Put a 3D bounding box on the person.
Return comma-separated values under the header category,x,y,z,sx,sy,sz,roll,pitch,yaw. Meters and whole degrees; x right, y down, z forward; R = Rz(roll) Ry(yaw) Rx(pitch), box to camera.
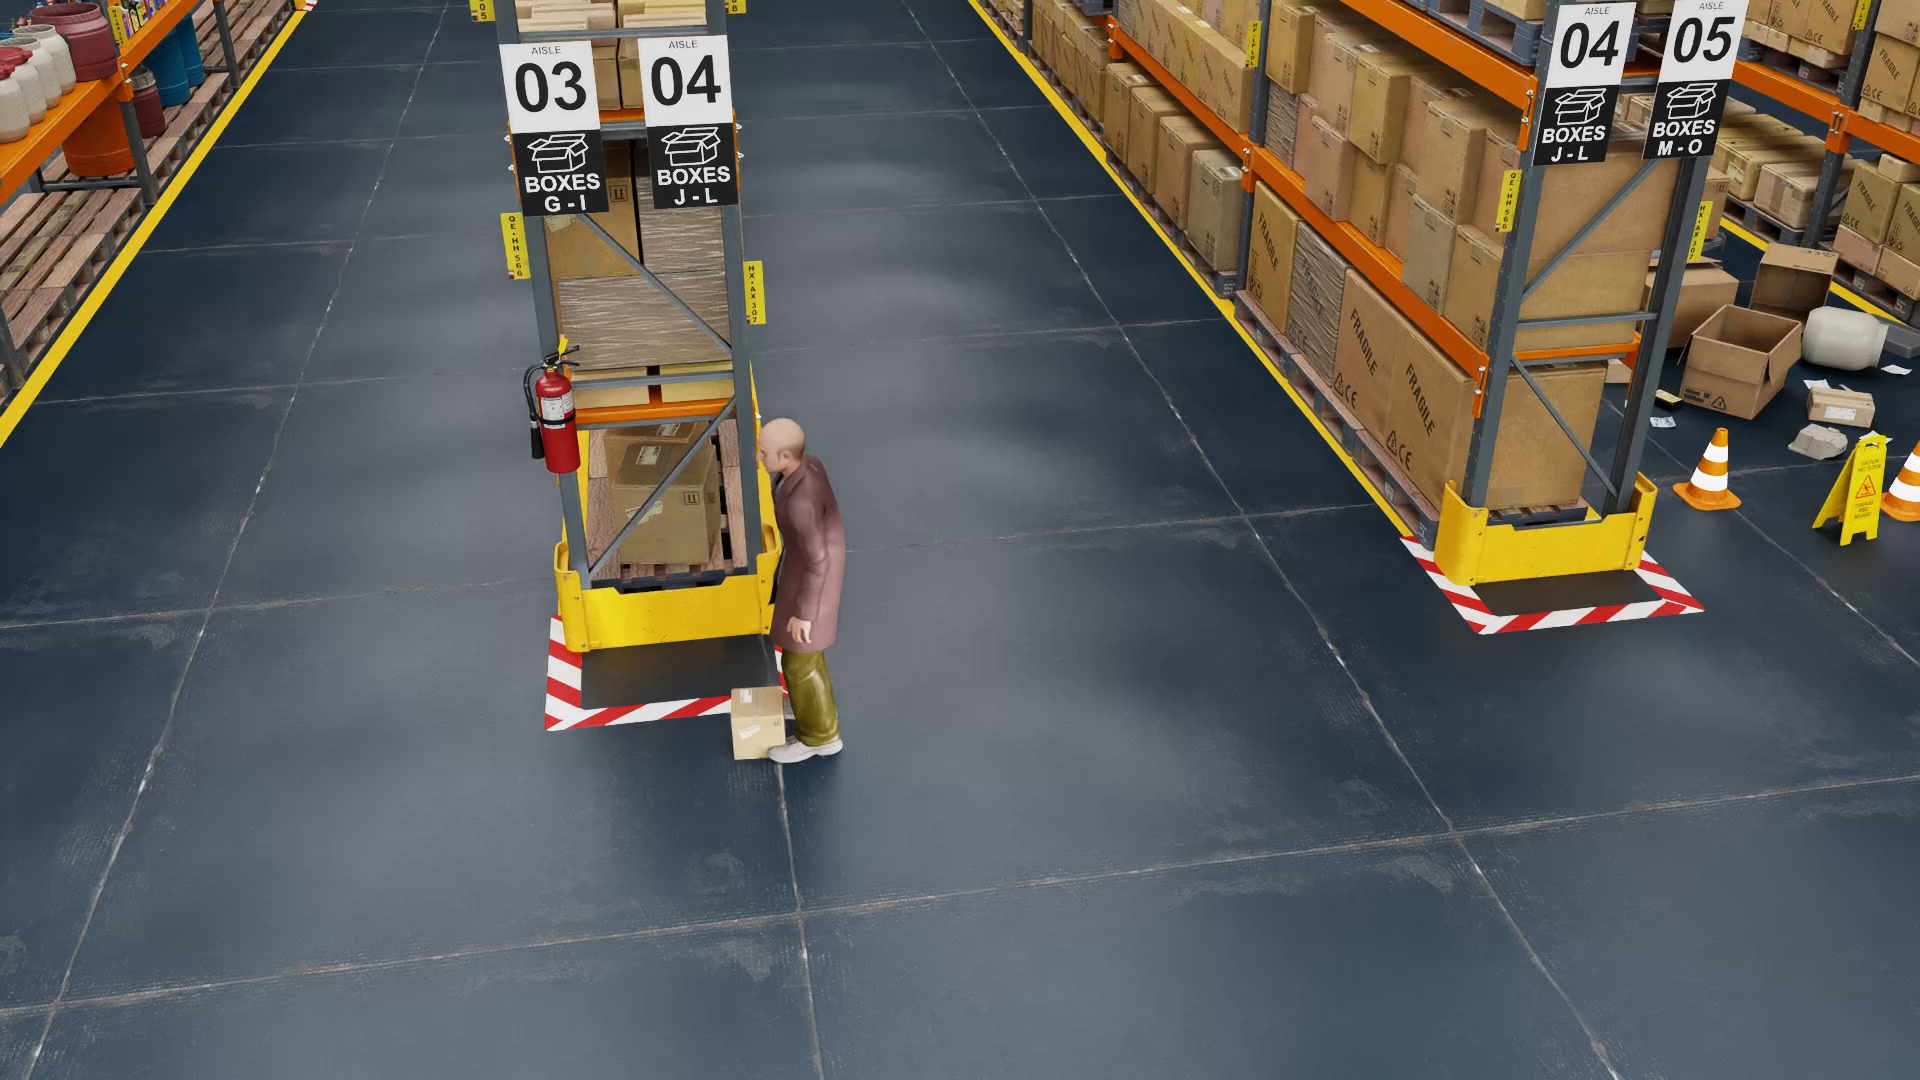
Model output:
category,x,y,z,sx,sy,sz,roll,pitch,yaw
person,-0.747,0.225,7.771,0.424,1.773,0.653,-4,31,-8
